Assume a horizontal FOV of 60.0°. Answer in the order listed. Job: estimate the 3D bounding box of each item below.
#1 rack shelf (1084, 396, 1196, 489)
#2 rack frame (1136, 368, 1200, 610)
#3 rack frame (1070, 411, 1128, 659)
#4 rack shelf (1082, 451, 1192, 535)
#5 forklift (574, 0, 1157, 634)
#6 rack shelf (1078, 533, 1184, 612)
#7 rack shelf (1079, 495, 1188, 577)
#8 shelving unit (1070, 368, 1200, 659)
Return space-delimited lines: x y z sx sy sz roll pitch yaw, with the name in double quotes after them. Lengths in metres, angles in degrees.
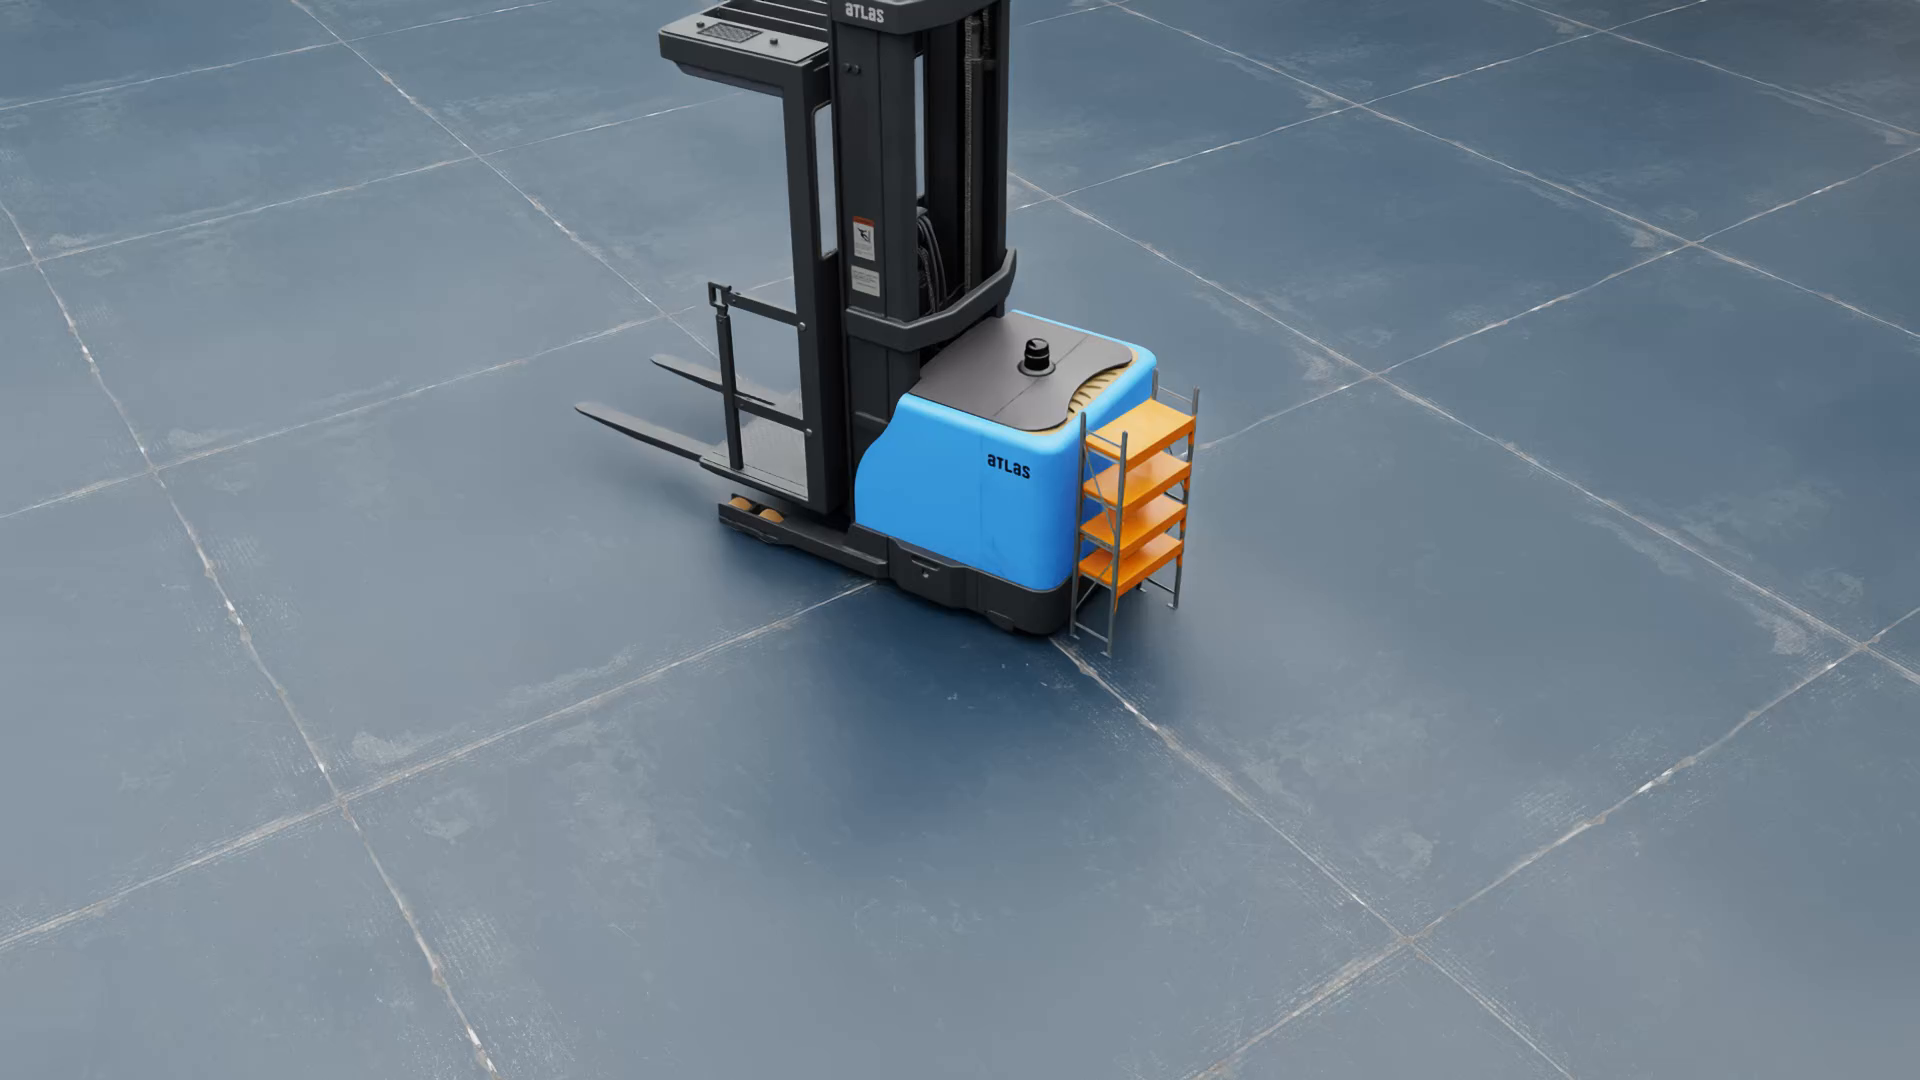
0.764 -0.424 7.139 0.258 0.148 0.480 29 45 34 "rack shelf"
0.931 -0.209 7.513 0.240 1.200 0.015 29 45 34 "rack frame"
0.596 -0.002 7.225 0.240 1.200 0.015 29 45 34 "rack frame"
0.764 -0.232 7.277 0.258 0.148 0.480 29 45 34 "rack shelf"
-0.602 -1.412 7.703 3.031 2.935 1.130 20 40 26 "forklift"
0.763 0.110 7.524 0.258 0.148 0.480 29 45 34 "rack shelf"
0.763 -0.051 7.408 0.258 0.148 0.480 29 45 34 "rack shelf"
0.763 -0.105 7.369 0.258 1.200 0.503 29 45 34 "shelving unit"
